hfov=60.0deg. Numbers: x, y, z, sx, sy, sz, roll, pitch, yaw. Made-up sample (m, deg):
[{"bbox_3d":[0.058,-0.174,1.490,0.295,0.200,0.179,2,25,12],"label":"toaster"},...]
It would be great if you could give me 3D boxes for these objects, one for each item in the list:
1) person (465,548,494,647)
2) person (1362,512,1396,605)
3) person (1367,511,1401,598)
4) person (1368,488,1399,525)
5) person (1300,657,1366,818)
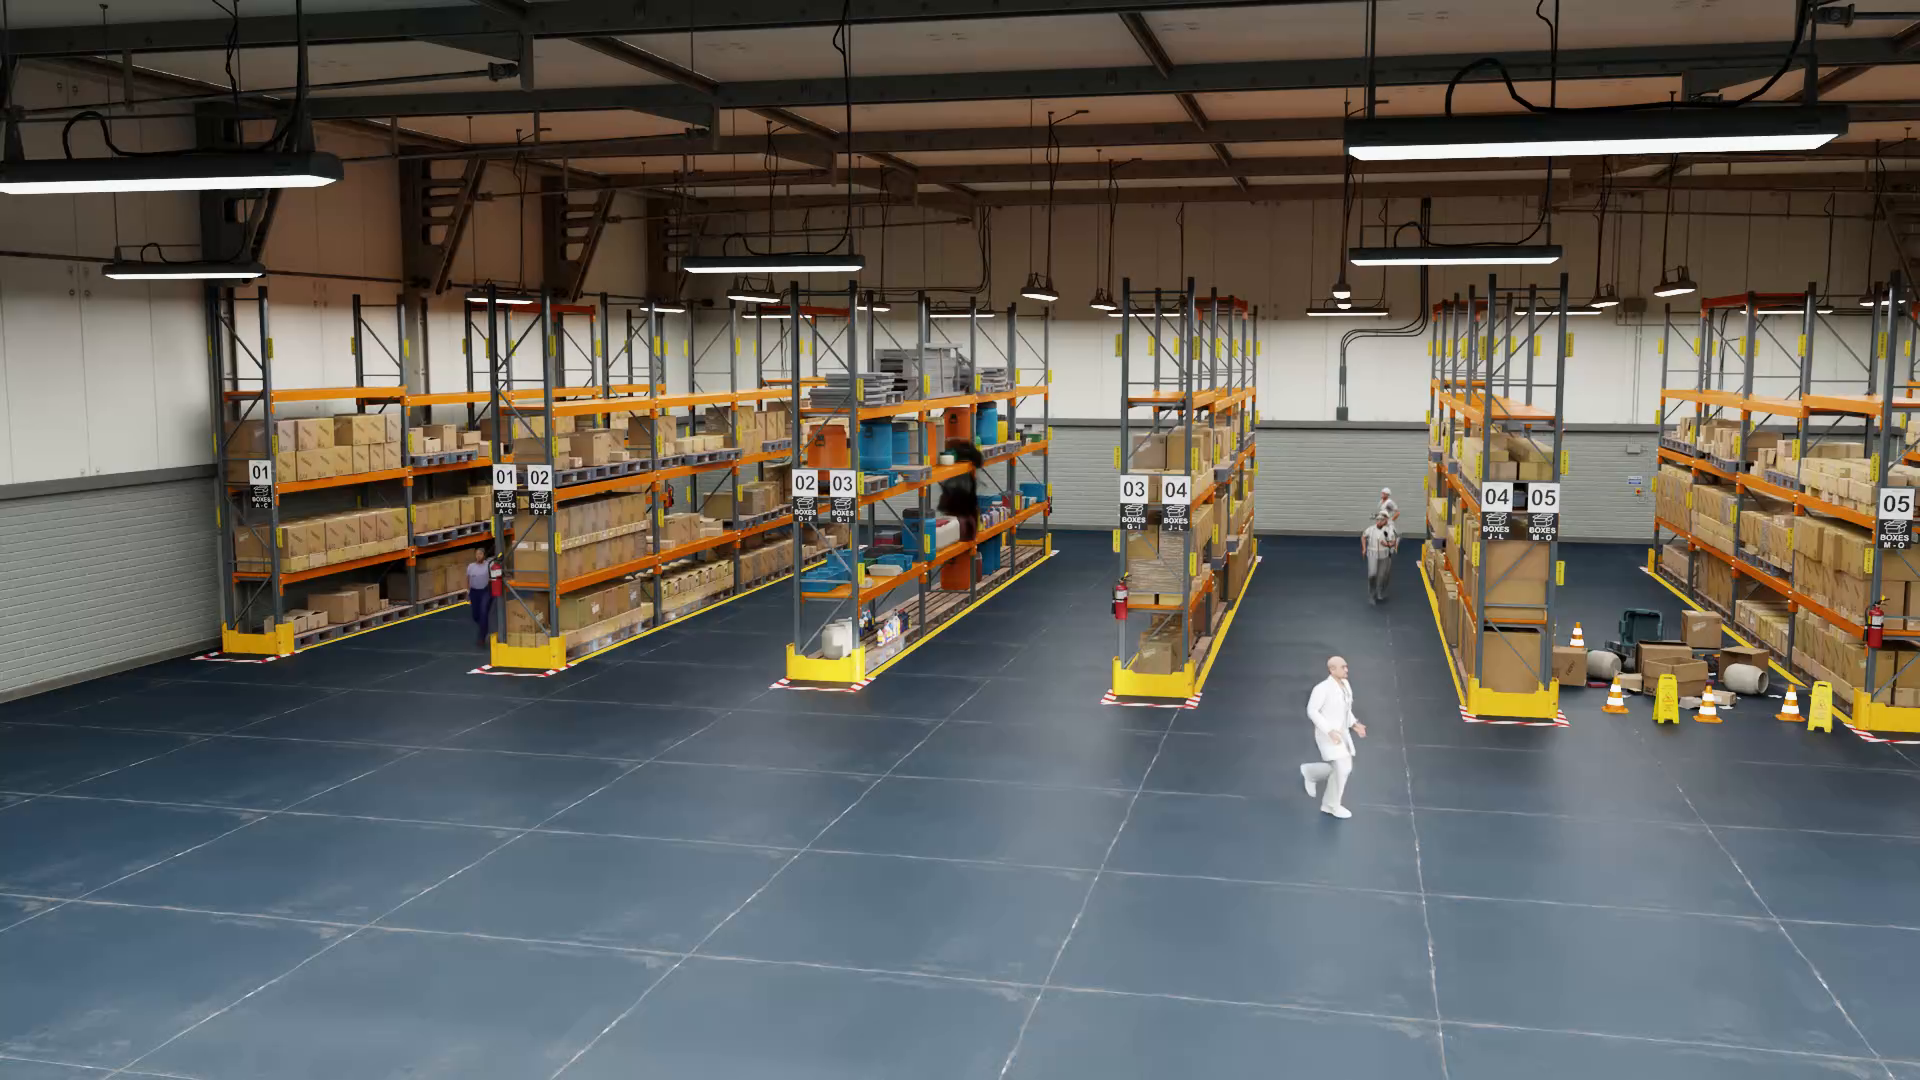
[{"bbox_3d":[-8.136,0.950,28.332,0.607,1.640,0.849,0,7,2],"label":"person"},{"bbox_3d":[8.247,0.371,32.775,0.633,1.850,0.776,1,7,10],"label":"person"},{"bbox_3d":[8.608,0.276,33.775,0.677,1.737,0.808,1,7,10],"label":"person"},{"bbox_3d":[9.966,-0.372,39.257,0.601,1.731,0.719,-1,7,-10],"label":"person"},{"bbox_3d":[3.968,2.107,17.933,0.620,1.718,0.694,6,9,42],"label":"person"}]
